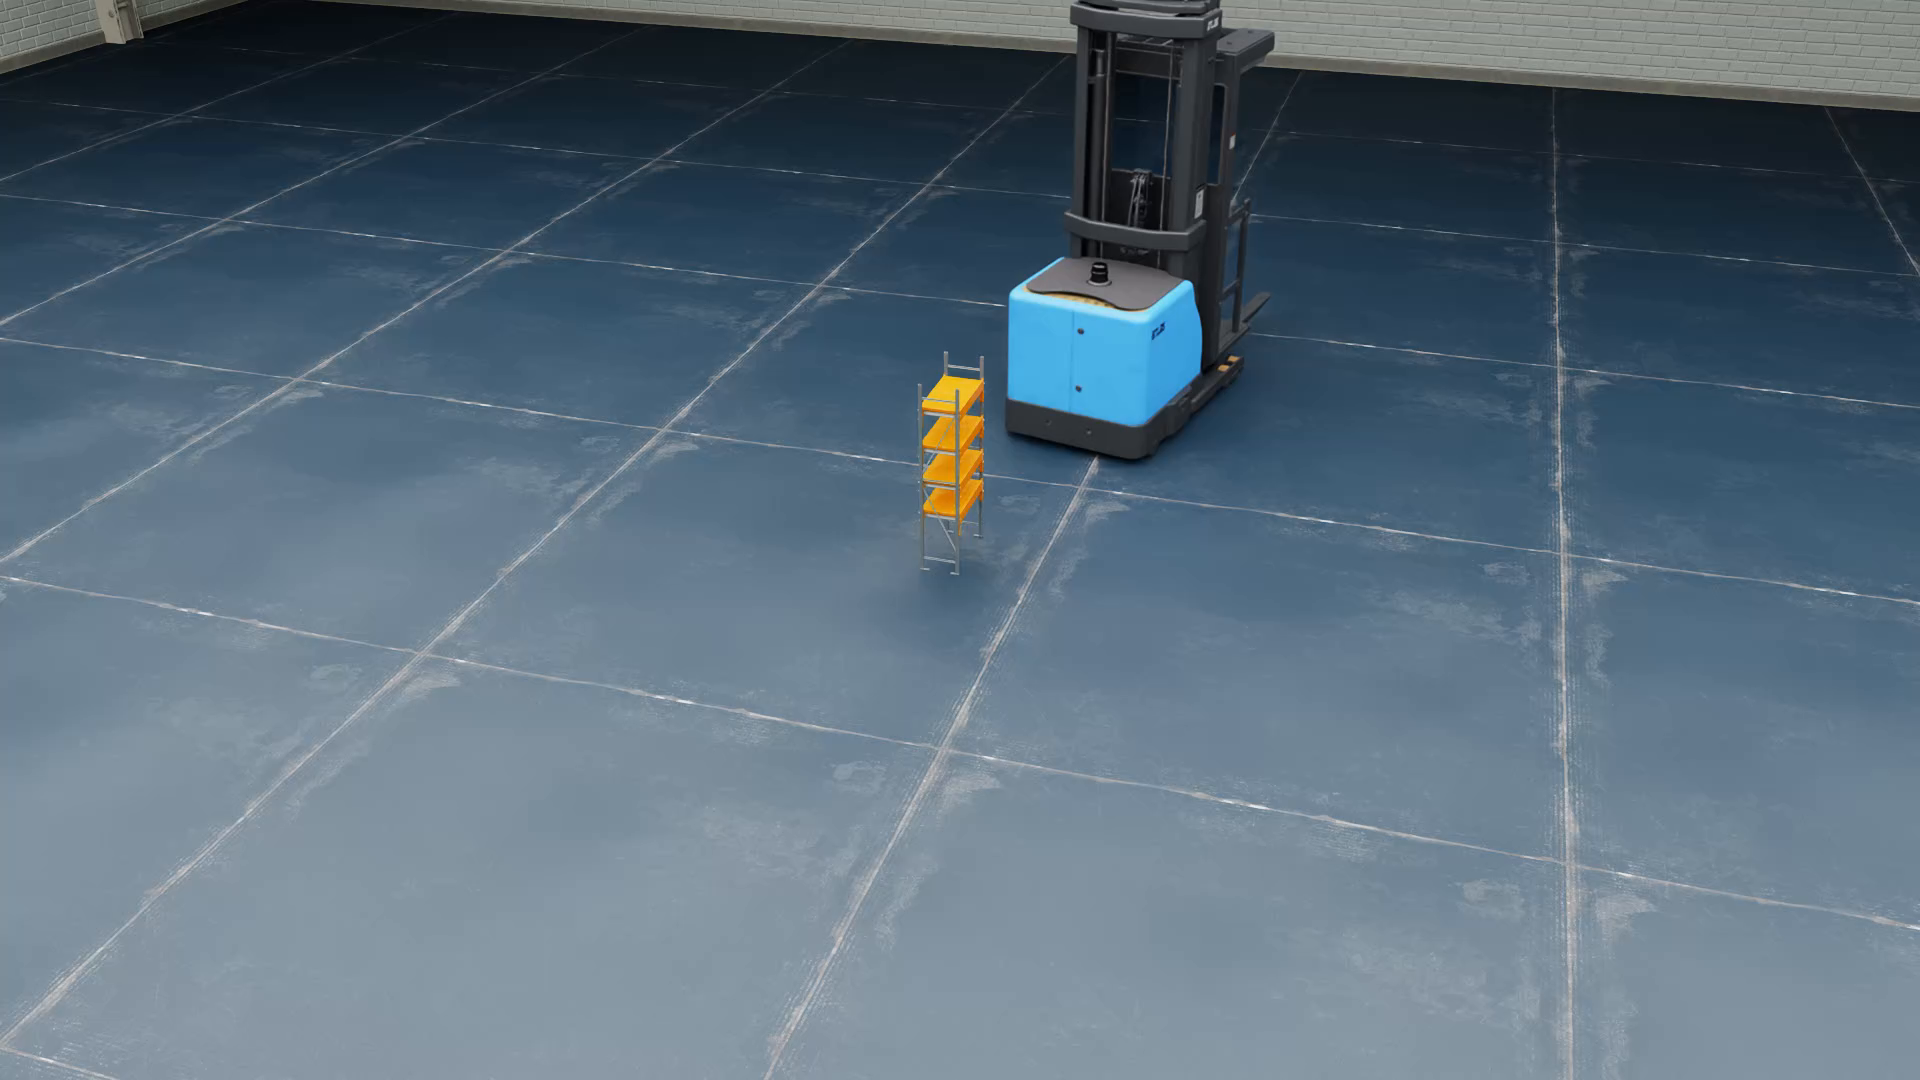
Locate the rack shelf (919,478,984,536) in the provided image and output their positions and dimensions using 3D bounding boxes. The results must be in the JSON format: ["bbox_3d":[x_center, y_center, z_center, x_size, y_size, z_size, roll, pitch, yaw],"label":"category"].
[{"bbox_3d":[-0.049,-0.215,9.949,0.258,0.148,0.480,8,30,15],"label":"rack shelf"}]

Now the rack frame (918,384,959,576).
[{"bbox_3d":[-0.120,-0.334,9.616,0.240,1.200,0.015,8,30,15],"label":"rack frame"}]

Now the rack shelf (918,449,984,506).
[{"bbox_3d":[-0.049,-0.389,9.853,0.258,0.148,0.480,8,30,15],"label":"rack shelf"}]

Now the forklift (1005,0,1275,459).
[{"bbox_3d":[1.469,-2.504,11.737,1.130,2.935,3.031,15,32,25],"label":"forklift"}]

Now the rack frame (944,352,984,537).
[{"bbox_3d":[0.023,-0.561,10.024,0.240,1.200,0.015,8,30,15],"label":"rack frame"}]

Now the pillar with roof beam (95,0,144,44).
[{"bbox_3d":[-7.097,-10.029,19.022,9.100,9.000,0.400,8,30,15],"label":"pillar with roof beam"}]

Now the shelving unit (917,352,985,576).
[{"bbox_3d":[-0.049,-0.447,9.820,0.258,1.200,0.503,8,30,15],"label":"shelving unit"}]

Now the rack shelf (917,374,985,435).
[{"bbox_3d":[-0.049,-0.791,9.629,0.258,0.148,0.480,8,30,15],"label":"rack shelf"}]

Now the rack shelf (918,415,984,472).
[{"bbox_3d":[-0.049,-0.584,9.744,0.258,0.148,0.480,8,30,15],"label":"rack shelf"}]
